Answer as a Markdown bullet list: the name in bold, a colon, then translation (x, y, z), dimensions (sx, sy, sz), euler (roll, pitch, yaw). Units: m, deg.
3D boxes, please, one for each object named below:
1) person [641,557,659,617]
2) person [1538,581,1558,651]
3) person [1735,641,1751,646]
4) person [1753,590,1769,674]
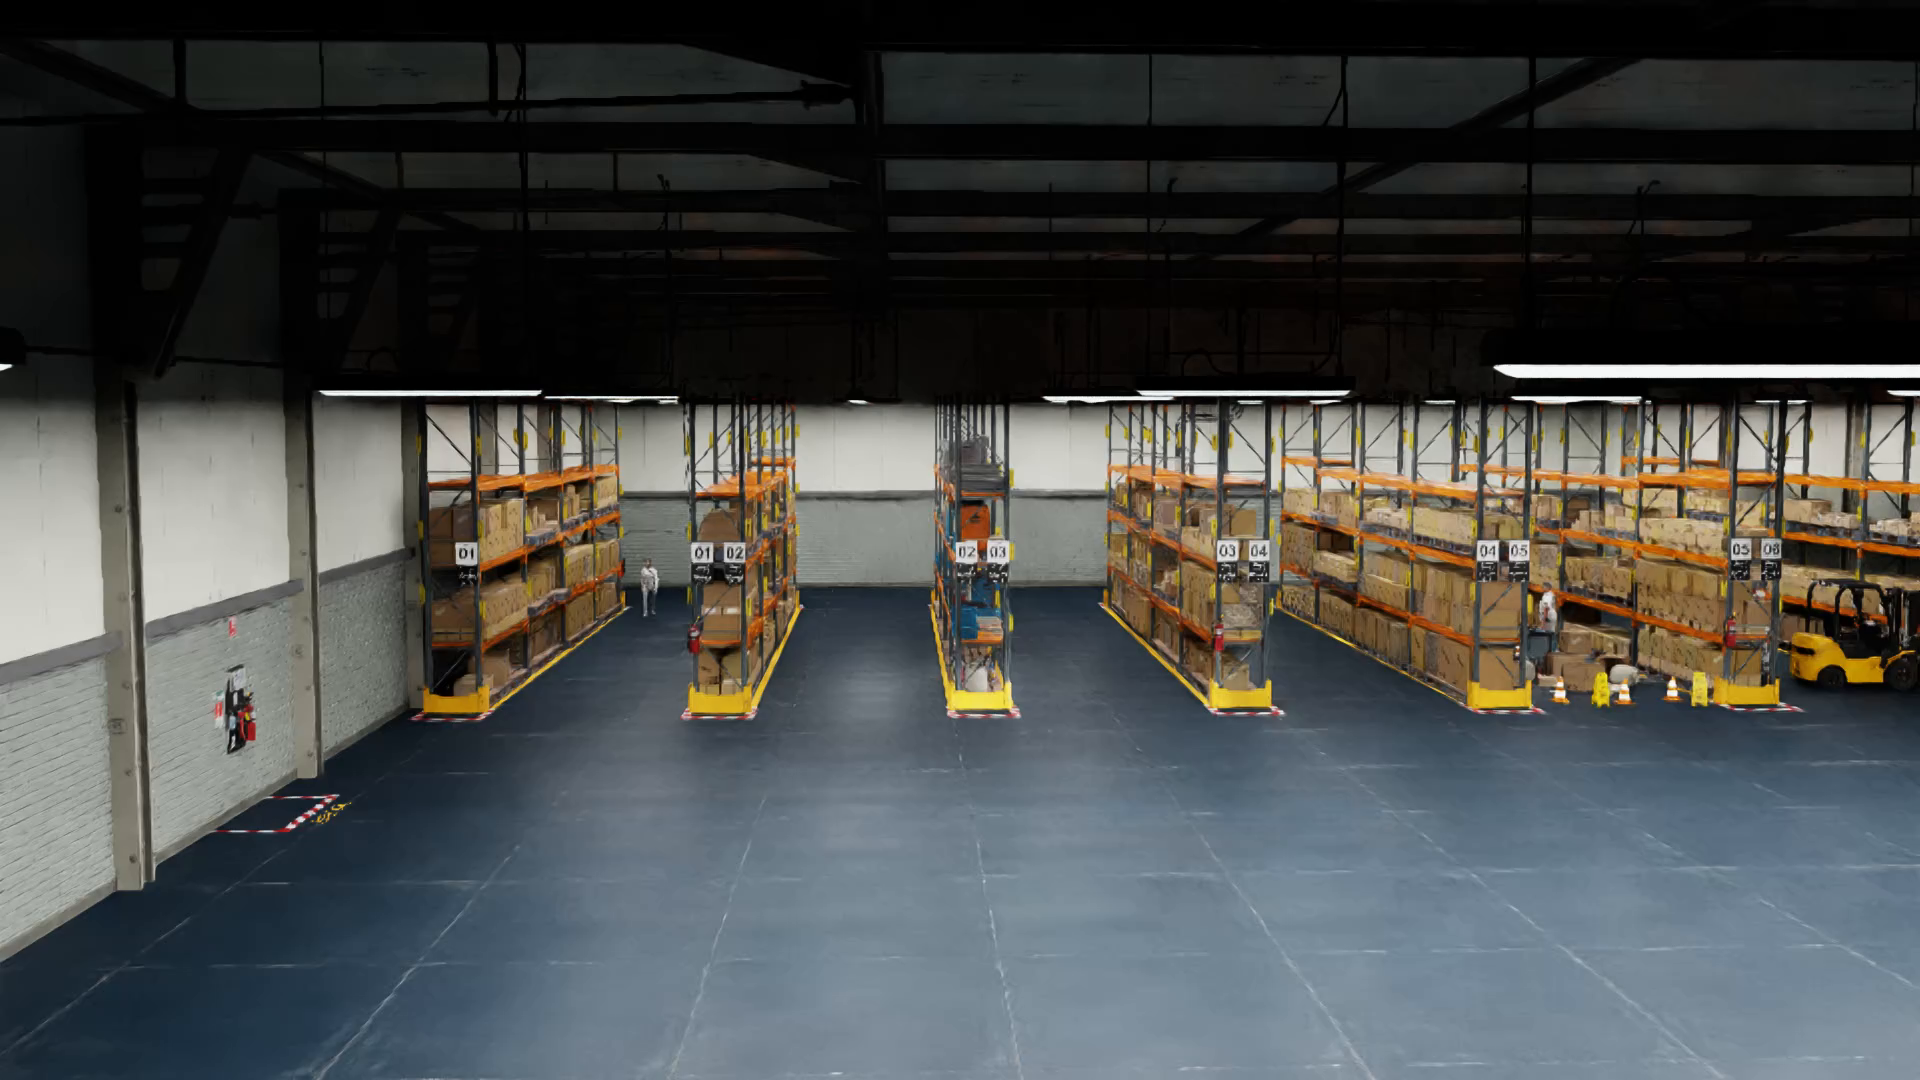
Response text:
- **person**: translation (-8.476, 1.267, 45.413), dimensions (0.502, 1.624, 0.980), euler (0, 5, -3)
- **person**: translation (13.326, 1.805, 37.845), dimensions (0.589, 1.747, 0.661), euler (2, 5, 24)
- **person**: translation (18.409, 1.665, 39.378), dimensions (0.587, 1.783, 0.669), euler (2, 5, 20)
- **person**: translation (17.145, 1.952, 35.755), dimensions (0.577, 1.785, 0.655), euler (2, 5, 28)
